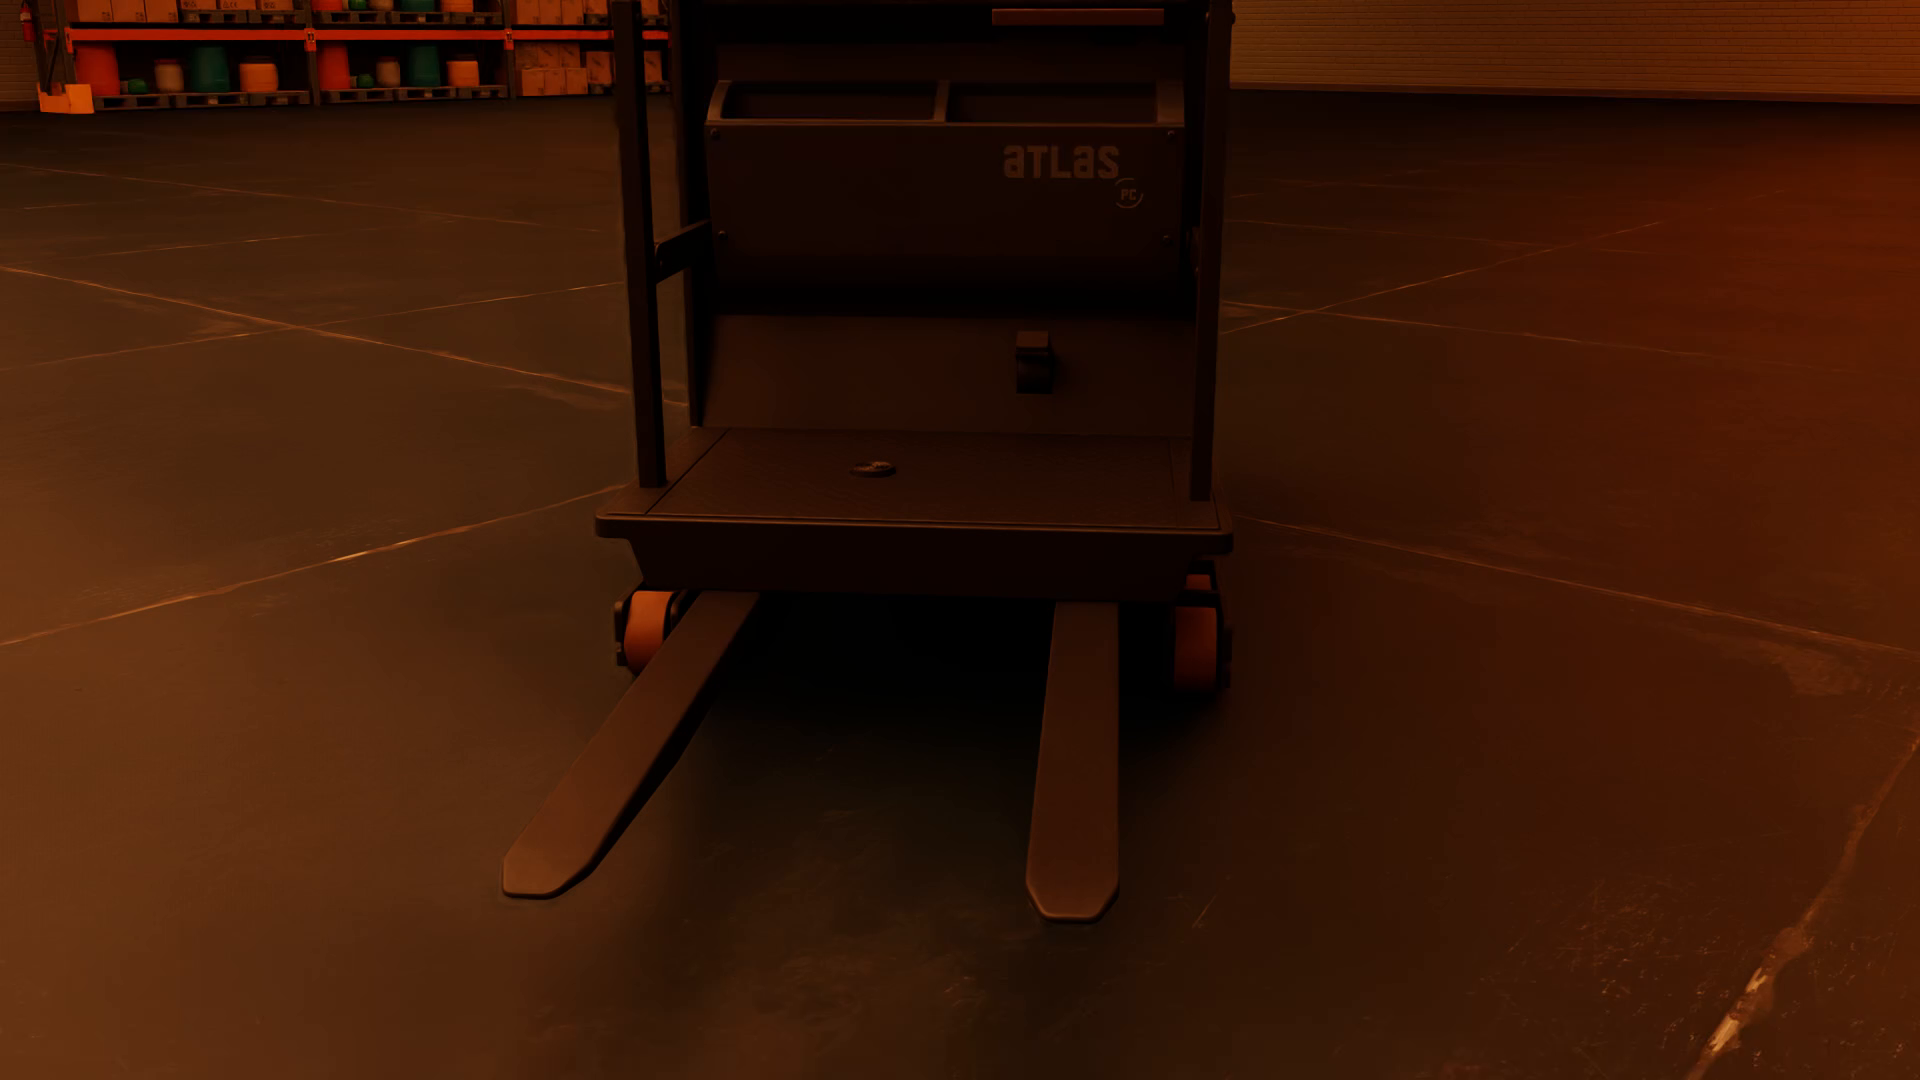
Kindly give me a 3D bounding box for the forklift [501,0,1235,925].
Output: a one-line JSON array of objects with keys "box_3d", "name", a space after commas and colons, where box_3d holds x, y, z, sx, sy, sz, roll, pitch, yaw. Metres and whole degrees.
[{"box_3d": [-0.045, -1.222, 2.922, 1.130, 2.935, 3.031, 2, 17, 5], "name": "forklift"}]
